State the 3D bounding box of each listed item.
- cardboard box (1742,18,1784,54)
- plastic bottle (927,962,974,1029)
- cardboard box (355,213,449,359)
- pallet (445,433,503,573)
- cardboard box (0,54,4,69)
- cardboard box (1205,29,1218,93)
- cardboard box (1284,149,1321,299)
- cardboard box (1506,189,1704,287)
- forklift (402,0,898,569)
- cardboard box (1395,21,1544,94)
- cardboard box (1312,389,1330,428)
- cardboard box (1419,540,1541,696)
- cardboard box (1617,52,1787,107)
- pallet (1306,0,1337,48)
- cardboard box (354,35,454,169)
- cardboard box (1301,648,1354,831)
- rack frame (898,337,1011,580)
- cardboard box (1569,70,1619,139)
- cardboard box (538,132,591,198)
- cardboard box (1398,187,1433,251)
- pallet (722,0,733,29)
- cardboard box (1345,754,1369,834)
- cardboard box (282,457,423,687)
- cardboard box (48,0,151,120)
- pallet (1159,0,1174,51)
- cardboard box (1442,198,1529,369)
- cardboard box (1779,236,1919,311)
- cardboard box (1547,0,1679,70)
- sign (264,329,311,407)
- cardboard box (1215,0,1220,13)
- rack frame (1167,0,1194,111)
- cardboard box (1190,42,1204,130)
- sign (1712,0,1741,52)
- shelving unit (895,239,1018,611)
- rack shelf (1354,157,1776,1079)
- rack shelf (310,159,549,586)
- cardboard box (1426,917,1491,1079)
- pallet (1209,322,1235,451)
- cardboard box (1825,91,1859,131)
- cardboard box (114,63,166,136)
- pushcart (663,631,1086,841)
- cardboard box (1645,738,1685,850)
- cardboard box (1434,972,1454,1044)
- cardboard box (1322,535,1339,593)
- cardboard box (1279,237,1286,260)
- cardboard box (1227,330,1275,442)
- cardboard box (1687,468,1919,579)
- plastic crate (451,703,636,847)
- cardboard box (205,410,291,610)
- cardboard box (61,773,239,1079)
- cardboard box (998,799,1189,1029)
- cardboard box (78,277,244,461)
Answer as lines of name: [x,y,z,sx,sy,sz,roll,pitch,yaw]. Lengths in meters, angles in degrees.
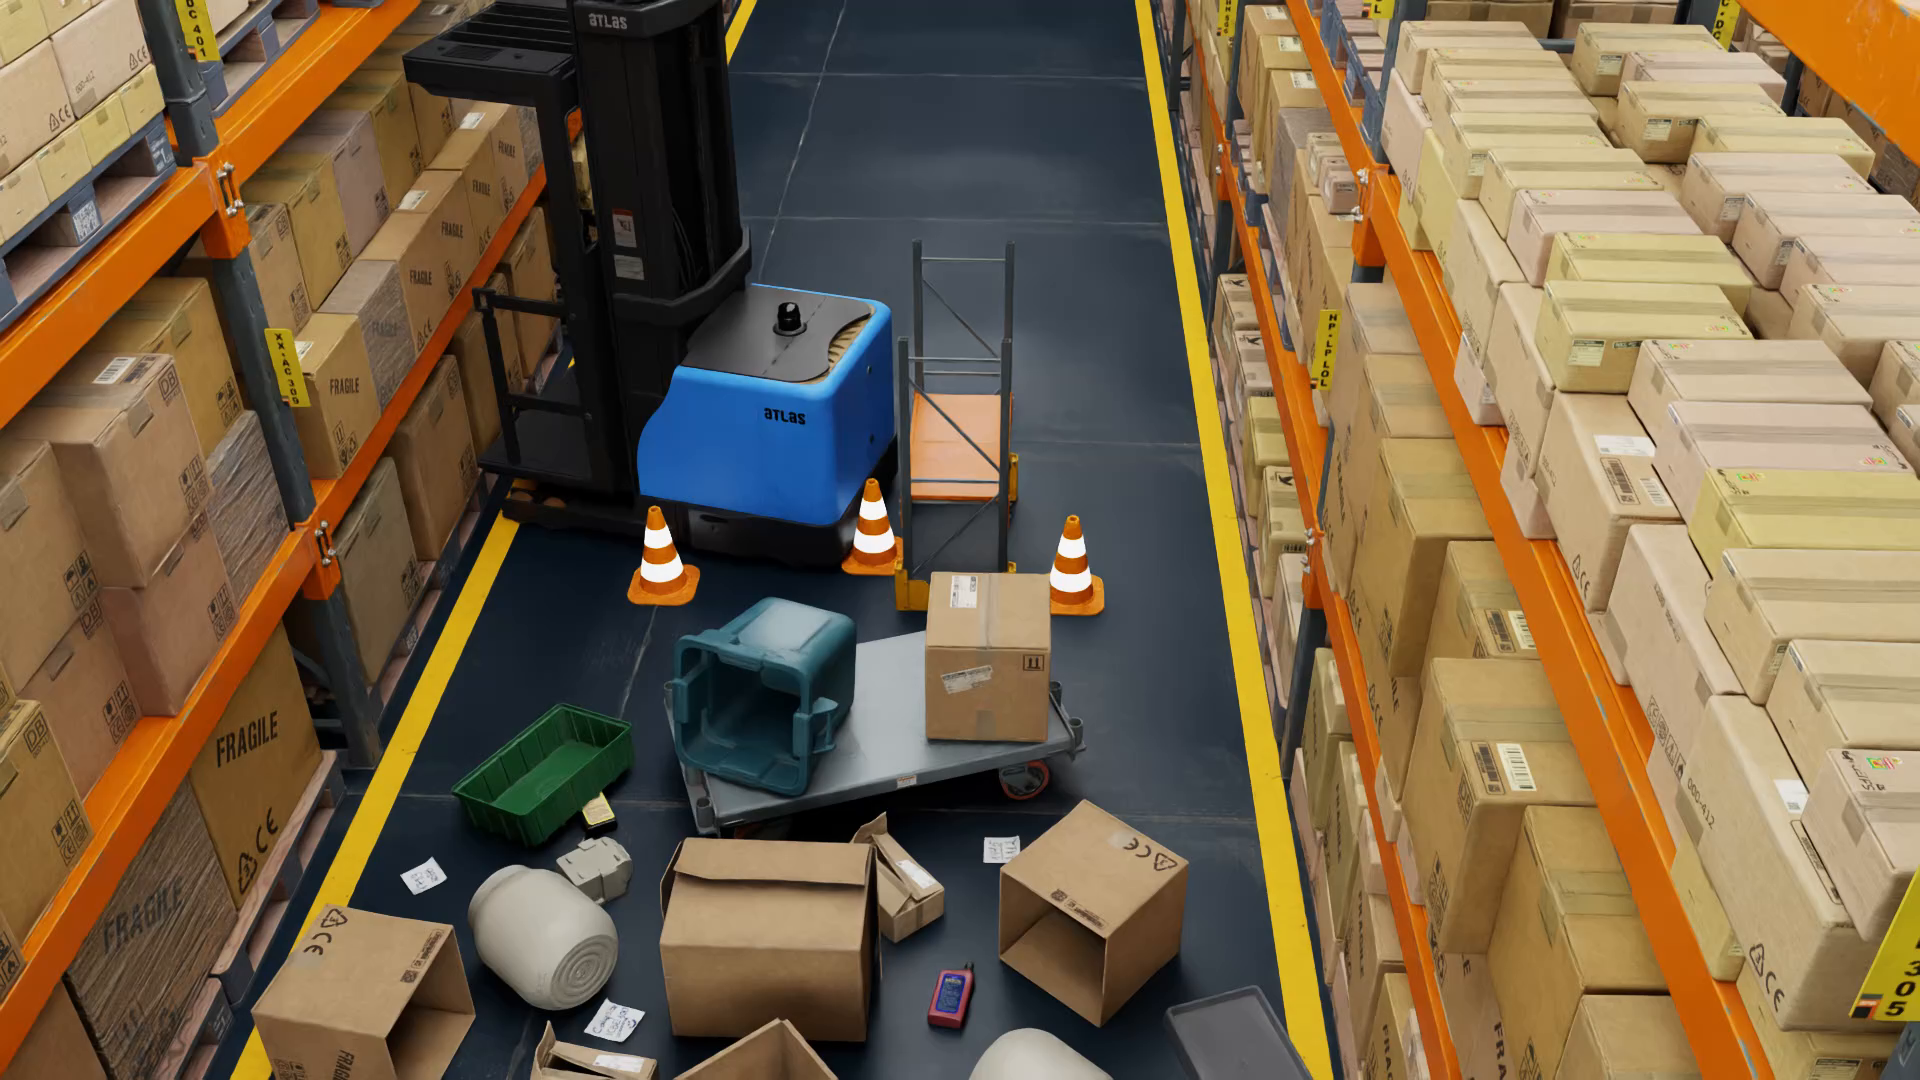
cardboard box: [6.924,-4.275,14.183,0.396,0.266,0.258,3,35,4]
plastic bottle: [-0.027,1.694,6.232,0.133,0.061,0.283,7,36,10]
cardboard box: [-2.719,-1.177,7.674,0.500,0.500,0.500,1,35,2]
pallet: [-3.049,-0.270,8.896,1.003,0.211,1.213,1,35,2]
cardboard box: [-2.778,-1.276,4.366,0.380,0.149,0.250,2,35,3]
cardboard box: [1.826,-3.034,10.534,0.500,0.250,0.500,2,35,3]
cardboard box: [1.734,-1.393,7.358,0.500,0.500,0.500,2,35,4]
cardboard box: [1.563,-0.734,4.048,0.380,0.149,0.250,1,35,1]
forklift: [-1.914,-1.534,8.329,3.031,2.935,1.130,10,36,14]
cardboard box: [1.560,-1.484,5.114,0.380,0.149,0.250,1,35,1]
cardboard box: [1.644,-0.577,6.762,0.380,0.149,0.250,2,35,3]
cardboard box: [1.645,0.352,4.371,0.700,0.500,0.500,1,35,2]
cardboard box: [2.171,-1.319,4.880,0.380,0.149,0.250,0,35,1]
pallet: [2.069,-2.305,6.921,1.213,0.211,1.003,1,35,2]
cardboard box: [-2.956,-2.168,8.215,0.700,0.500,0.500,1,35,1]
cardboard box: [1.606,0.773,6.361,0.500,0.500,0.500,3,35,4]
rack frame: [-0.024,-0.273,7.779,0.500,1.500,0.032,1,35,2]
cardboard box: [2.150,-1.233,5.105,0.500,0.250,0.500,1,35,1]
cardboard box: [-2.621,-2.407,10.669,0.500,0.250,0.500,0,35,0]
cardboard box: [1.573,-1.008,5.131,0.380,0.149,0.250,1,35,2]
pallet: [-2.692,-4.807,15.353,1.003,0.211,1.213,1,35,2]
cardboard box: [1.522,0.873,5.655,0.380,0.149,0.250,3,35,4]
cardboard box: [-3.116,0.127,7.497,1.050,0.750,0.750,1,35,2]
cardboard box: [-2.814,-1.474,4.995,0.500,0.250,0.500,1,35,1]
pallet: [2.375,-4.800,15.341,1.003,0.211,1.213,1,35,2]
cardboard box: [1.563,-0.663,4.294,0.500,0.250,0.500,2,35,2]
cardboard box: [2.138,-0.577,3.824,0.380,0.149,0.250,2,35,3]
cardboard box: [2.323,-1.871,5.905,0.500,0.250,0.500,0,35,1]
sign: [-2.496,-0.637,6.172,0.100,0.325,0.005,1,35,2]
cardboard box: [1.832,-3.553,10.185,0.500,0.500,0.500,2,35,3]
rack frame: [2.221,-4.803,12.921,1.000,3.000,0.127,1,35,2]
cardboard box: [2.276,-3.747,12.901,0.875,0.875,0.875,2,35,3]
sign: [2.442,-1.637,5.358,0.100,0.325,0.005,1,35,2]
shelving unit: [-0.003,-0.570,8.202,0.587,1.500,1.083,1,35,2]
rack shelf: [1.819,0.010,4.090,1.077,0.370,4.000,1,35,2]
rack shelf: [-2.971,-1.117,8.303,1.077,0.370,4.000,1,35,2]
cardboard box: [1.533,1.036,4.267,0.500,0.500,0.500,1,35,2]
pallet: [2.027,-0.915,9.814,1.003,0.211,1.213,1,35,2]
cardboard box: [6.925,-3.260,12.535,0.500,0.500,0.500,1,35,1]
cardboard box: [-2.746,-1.383,5.213,0.380,0.149,0.250,1,35,2]
pushcart: [-0.381,0.843,7.169,1.648,0.377,0.936,-10,36,-14]
cardboard box: [1.495,0.460,3.042,0.380,0.149,0.250,2,35,3]
cardboard box: [1.521,1.238,4.544,0.380,0.149,0.250,1,35,1]
cardboard box: [1.566,0.070,6.206,0.380,0.149,0.250,1,35,2]
cardboard box: [1.748,-1.464,8.023,0.380,0.149,0.250,2,35,3]
cardboard box: [2.006,-0.853,9.220,0.950,0.372,0.625,1,35,1]
cardboard box: [1.559,0.001,3.002,0.380,0.149,0.250,2,35,2]
plastic crate: [-1.749,0.994,7.068,0.450,0.188,0.662,11,35,32]
cardboard box: [-3.054,-0.112,6.116,0.875,0.550,0.550,1,35,2]
cardboard box: [-3.178,1.313,5.702,0.875,0.875,0.875,2,35,2]
cardboard box: [0.497,1.399,6.267,0.500,0.500,0.500,28,44,33]
cardboard box: [-3.100,-0.555,5.807,0.875,0.550,0.550,1,35,2]
